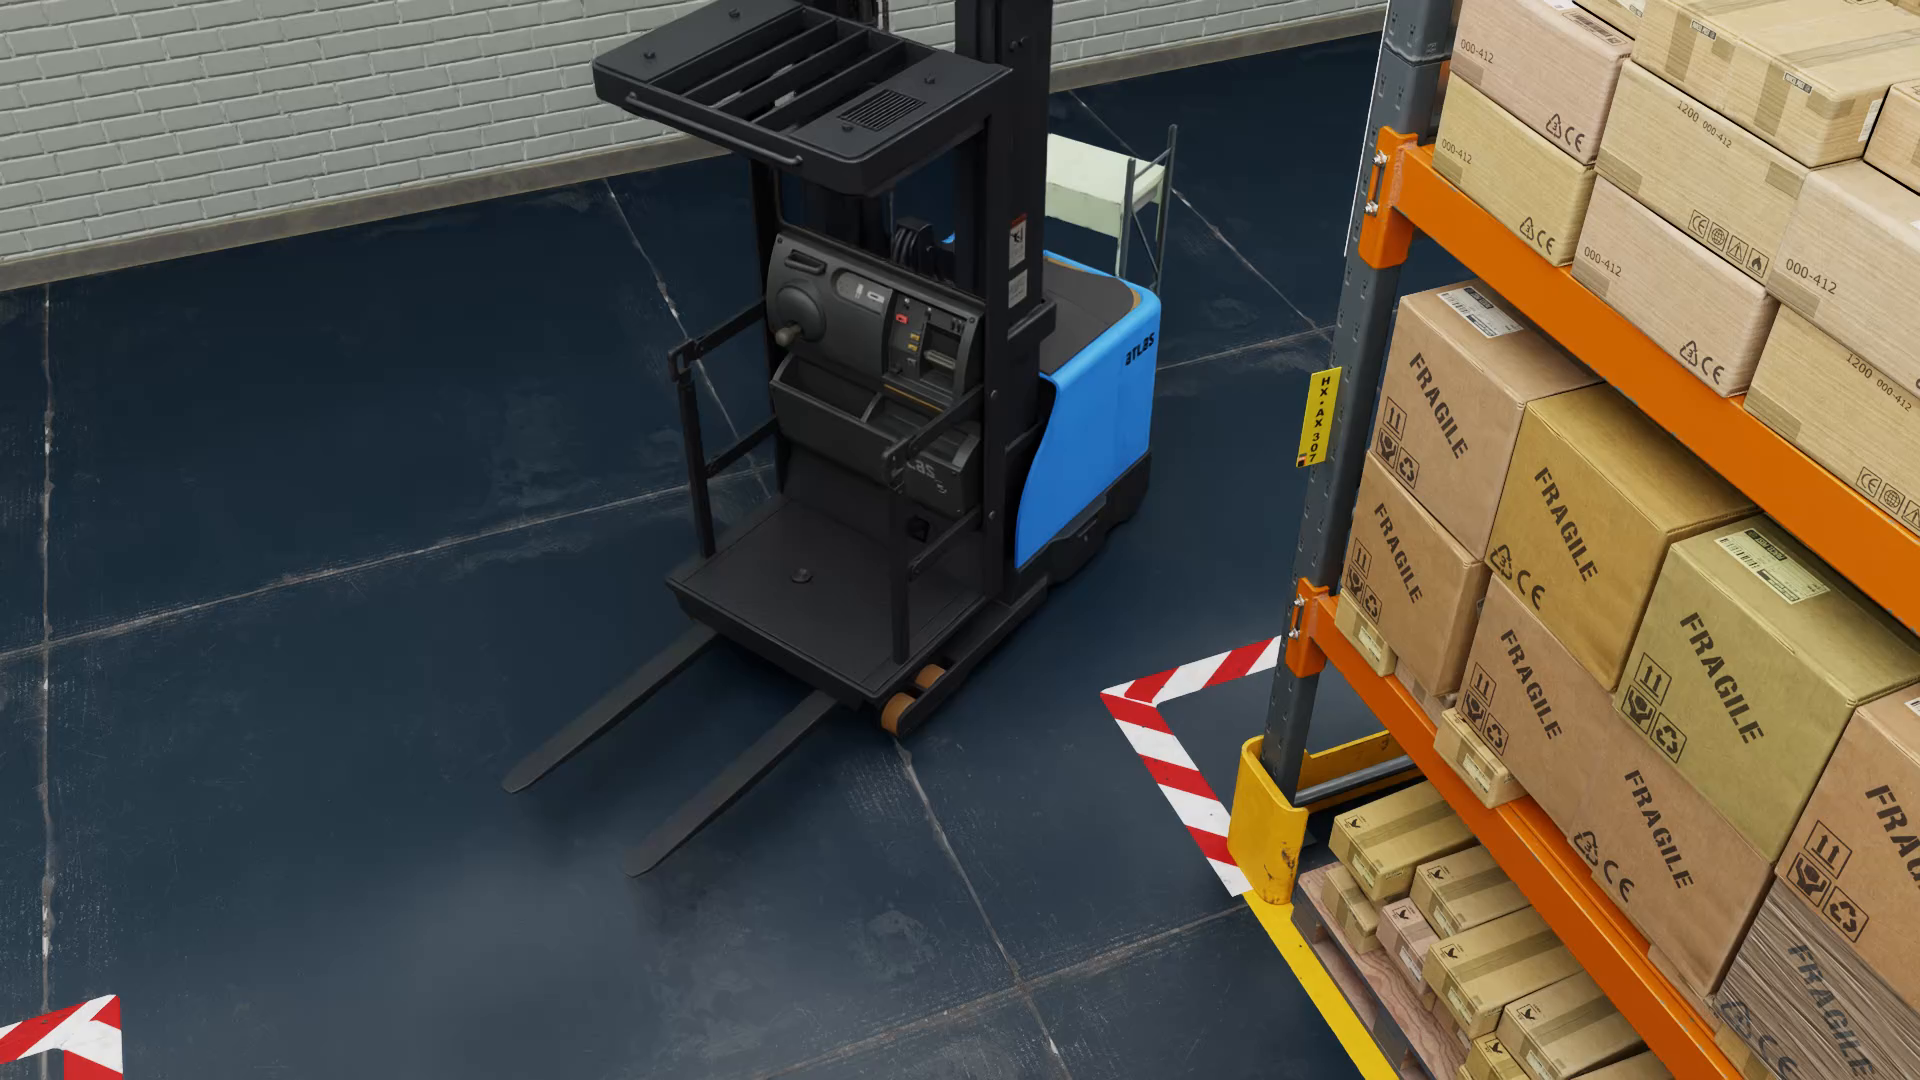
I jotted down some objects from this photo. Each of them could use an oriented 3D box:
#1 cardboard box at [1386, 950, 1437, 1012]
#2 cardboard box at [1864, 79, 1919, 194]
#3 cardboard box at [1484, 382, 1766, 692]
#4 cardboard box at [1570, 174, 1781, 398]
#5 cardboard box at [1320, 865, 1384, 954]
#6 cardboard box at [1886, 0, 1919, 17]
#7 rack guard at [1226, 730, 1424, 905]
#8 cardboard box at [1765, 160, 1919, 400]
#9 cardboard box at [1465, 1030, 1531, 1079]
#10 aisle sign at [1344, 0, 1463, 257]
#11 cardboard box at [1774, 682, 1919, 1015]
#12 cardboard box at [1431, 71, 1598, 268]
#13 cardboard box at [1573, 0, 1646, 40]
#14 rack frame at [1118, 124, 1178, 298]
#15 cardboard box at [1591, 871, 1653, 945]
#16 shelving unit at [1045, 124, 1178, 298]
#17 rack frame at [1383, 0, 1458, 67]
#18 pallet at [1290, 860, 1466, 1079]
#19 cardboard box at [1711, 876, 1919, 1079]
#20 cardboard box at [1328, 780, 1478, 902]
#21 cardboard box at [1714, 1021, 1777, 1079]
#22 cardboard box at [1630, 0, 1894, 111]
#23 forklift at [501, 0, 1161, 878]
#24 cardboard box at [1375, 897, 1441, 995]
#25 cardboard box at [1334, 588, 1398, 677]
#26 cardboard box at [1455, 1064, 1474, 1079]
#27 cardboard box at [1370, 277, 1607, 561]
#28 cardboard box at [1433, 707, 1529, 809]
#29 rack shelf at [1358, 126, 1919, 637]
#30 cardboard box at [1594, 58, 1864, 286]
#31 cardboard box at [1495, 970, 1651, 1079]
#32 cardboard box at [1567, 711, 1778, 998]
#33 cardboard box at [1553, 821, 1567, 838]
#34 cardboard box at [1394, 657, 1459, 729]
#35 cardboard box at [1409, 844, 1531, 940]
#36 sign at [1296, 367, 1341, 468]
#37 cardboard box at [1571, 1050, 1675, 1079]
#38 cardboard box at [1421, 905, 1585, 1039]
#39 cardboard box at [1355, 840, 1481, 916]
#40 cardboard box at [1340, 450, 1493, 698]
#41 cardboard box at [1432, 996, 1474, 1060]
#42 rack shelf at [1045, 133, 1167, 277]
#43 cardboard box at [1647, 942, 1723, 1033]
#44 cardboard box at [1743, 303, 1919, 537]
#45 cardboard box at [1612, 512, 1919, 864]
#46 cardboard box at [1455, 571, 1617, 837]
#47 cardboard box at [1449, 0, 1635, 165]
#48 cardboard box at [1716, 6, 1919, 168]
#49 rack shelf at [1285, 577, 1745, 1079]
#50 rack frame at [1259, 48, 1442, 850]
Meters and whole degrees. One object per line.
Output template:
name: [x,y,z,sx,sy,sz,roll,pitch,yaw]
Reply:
cardboard box: [1.595,1.304,5.297,0.380,0.149,0.250,-15,43,-17]
cardboard box: [1.834,-0.705,2.894,0.380,0.149,0.250,-14,43,-16]
cardboard box: [1.640,-0.041,3.926,0.500,0.500,0.500,-14,43,-16]
cardboard box: [1.647,-0.578,3.436,0.500,0.250,0.500,-14,43,-15]
cardboard box: [1.419,1.167,5.457,0.380,0.149,0.250,-14,43,-16]
cardboard box: [2.016,-1.117,3.374,0.380,0.149,0.250,-16,43,-18]
rack guard: [1.543,0.843,5.886,1.175,0.500,0.348,-15,43,-17]
cardboard box: [1.825,-0.470,2.927,0.500,0.250,0.500,-15,43,-16]
cardboard box: [1.703,1.524,4.813,0.380,0.149,0.250,-14,43,-16]
aisle sign: [1.209,-1.105,4.241,0.394,0.787,0.004,-15,43,-17]
cardboard box: [2.016,0.584,3.199,0.500,0.500,0.500,-16,43,-18]
cardboard box: [1.450,-0.897,3.807,0.500,0.250,0.500,-14,43,-15]
cardboard box: [1.509,-1.162,3.426,0.380,0.149,0.250,-13,42,-15]
rack frame: [0.781,-1.055,7.315,0.023,1.500,0.400,23,44,24]
cardboard box: [1.831,0.832,4.175,0.380,0.149,0.250,-16,43,-17]
shelving unit: [0.474,-1.185,7.466,0.755,1.500,0.431,23,44,24]
rack frame: [1.514,-2.425,3.168,1.000,3.000,0.127,-15,43,-17]
pallet: [1.821,1.451,5.401,1.003,0.211,1.213,-15,43,-17]
cardboard box: [2.035,0.958,3.531,0.500,0.500,0.500,-16,43,-18]
cardboard box: [1.401,0.946,5.257,0.380,0.149,0.250,-17,44,-19]
cardboard box: [1.979,1.149,3.806,0.380,0.149,0.250,-14,43,-15]
cardboard box: [1.545,-0.980,3.214,0.380,0.149,0.250,-15,43,-17]
forklift: [-0.452,-0.725,5.845,1.130,2.935,3.031,26,47,27]
cardboard box: [1.530,1.217,5.170,0.380,0.149,0.250,-15,43,-17]
cardboard box: [1.335,0.222,4.884,0.380,0.149,0.250,-15,43,-17]
cardboard box: [1.693,1.633,4.915,0.380,0.149,0.250,-15,43,-16]
cardboard box: [1.441,-0.344,4.277,0.500,0.500,0.500,-15,43,-17]
cardboard box: [1.524,0.540,4.514,0.380,0.149,0.250,-16,43,-18]
rack shelf: [2.279,0.190,2.980,1.077,0.370,4.000,-15,43,-17]
cardboard box: [1.643,-0.777,3.284,0.500,0.250,0.500,-16,43,-17]
cardboard box: [1.767,1.395,4.736,0.380,0.149,0.250,-17,44,-19]
cardboard box: [1.835,0.653,3.886,0.500,0.500,0.500,-15,43,-16]
cardboard box: [1.750,0.662,4.372,0.380,0.149,0.250,-13,42,-15]
cardboard box: [1.471,0.365,4.718,0.380,0.149,0.250,-14,43,-15]
cardboard box: [1.617,1.082,5.099,0.380,0.149,0.250,-14,43,-16]
sign: [1.013,-0.343,4.685,0.100,0.325,0.005,-15,43,-17]
cardboard box: [1.864,1.564,4.539,0.380,0.149,0.250,-14,43,-15]
cardboard box: [1.595,1.266,4.886,0.380,0.149,0.250,-15,43,-17]
cardboard box: [1.477,1.038,5.378,0.380,0.149,0.250,-13,42,-15]
cardboard box: [1.431,0.038,4.600,0.500,0.500,0.500,-13,42,-15]
cardboard box: [1.696,1.452,5.126,0.380,0.149,0.250,-15,43,-16]
rack shelf: [0.481,-1.488,7.220,0.720,0.370,0.431,23,44,24]
cardboard box: [1.899,0.987,3.994,0.380,0.149,0.250,-16,43,-18]
cardboard box: [1.856,-0.271,3.079,0.500,0.250,0.500,-16,43,-18]
cardboard box: [1.818,0.278,3.555,0.500,0.500,0.500,-16,43,-18]
cardboard box: [1.659,0.354,4.233,0.500,0.500,0.500,-15,43,-17]
cardboard box: [1.446,-1.085,3.642,0.500,0.250,0.500,-14,43,-16]
cardboard box: [1.637,-0.833,3.044,0.380,0.149,0.250,-15,43,-16]
rack shelf: [2.279,1.327,3.958,1.077,0.370,4.000,-15,43,-17]
rack frame: [1.514,-0.150,5.124,1.000,3.000,0.127,-15,43,-17]
